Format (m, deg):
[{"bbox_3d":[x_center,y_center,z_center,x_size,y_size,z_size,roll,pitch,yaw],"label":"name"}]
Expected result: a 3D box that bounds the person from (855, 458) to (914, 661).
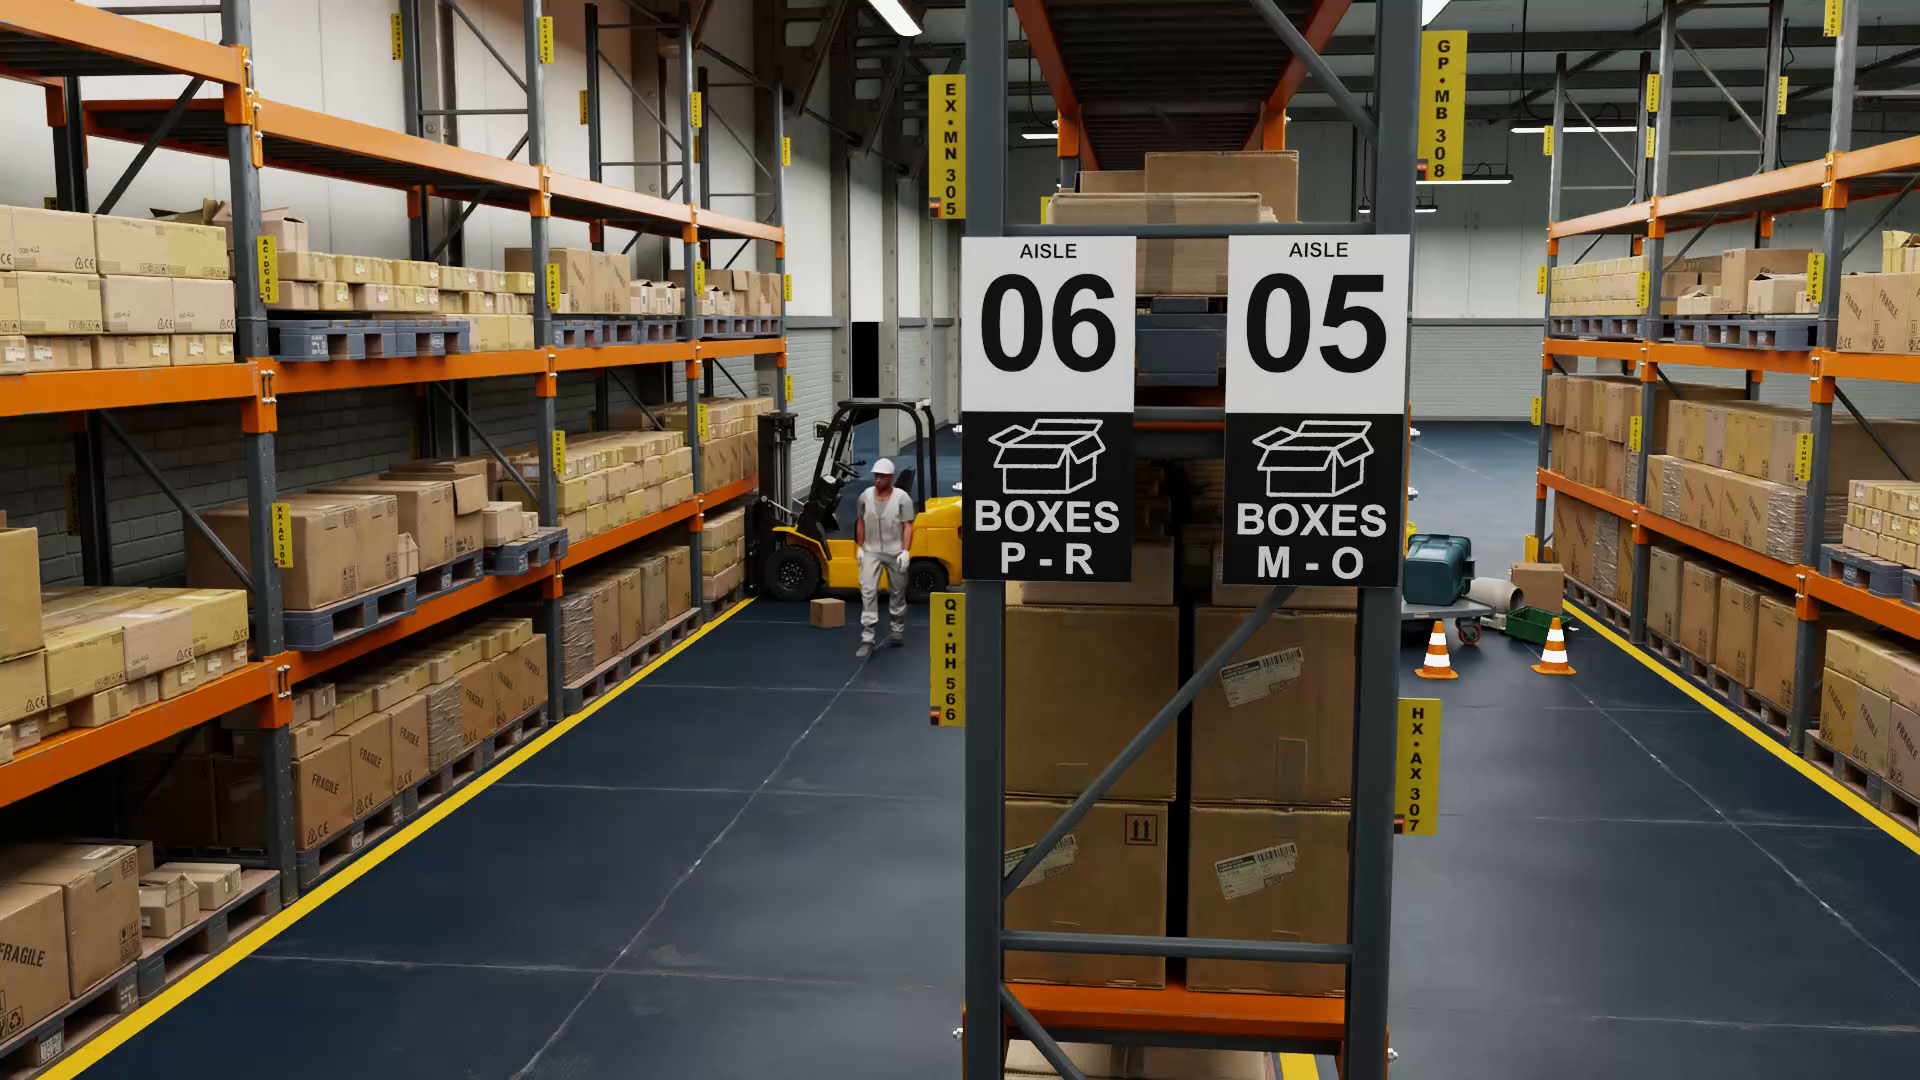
[{"bbox_3d":[-0.693,0.139,15.157,0.563,1.777,0.933,1,8,8],"label":"person"}]
